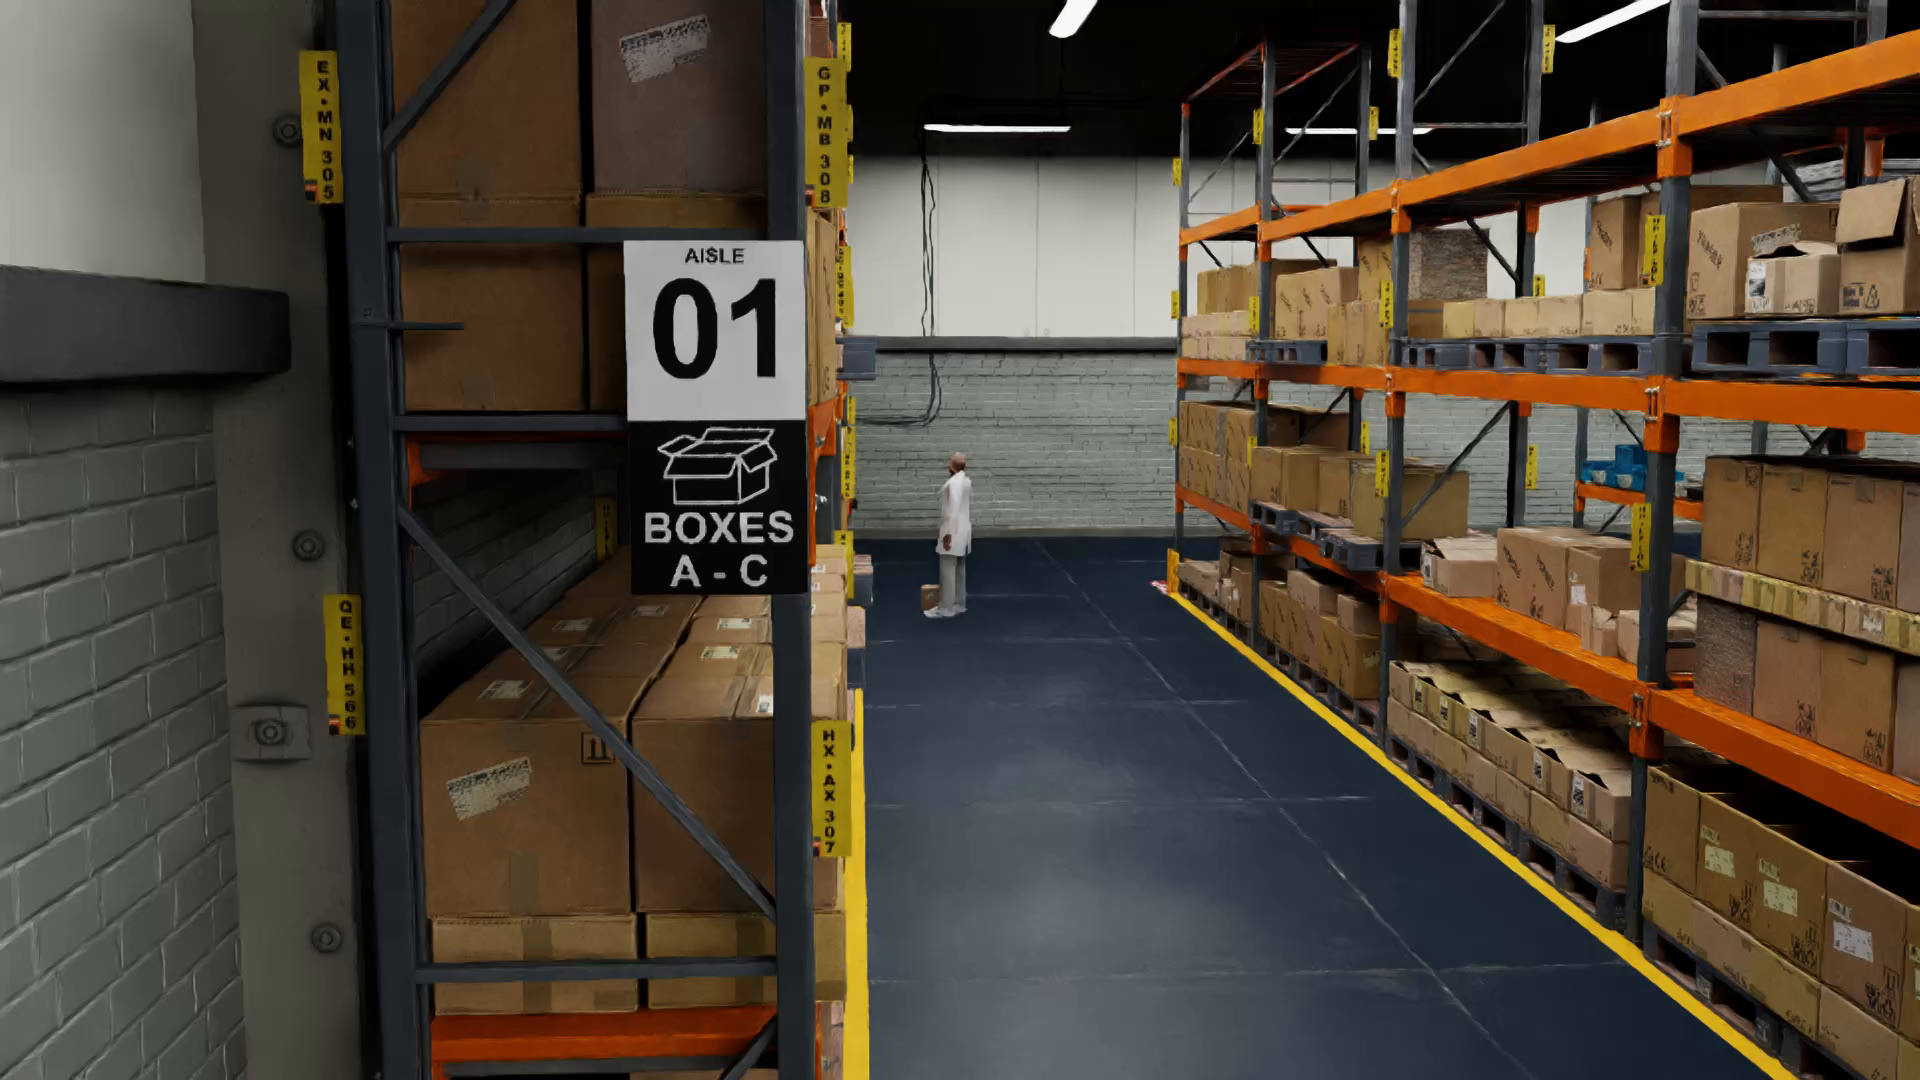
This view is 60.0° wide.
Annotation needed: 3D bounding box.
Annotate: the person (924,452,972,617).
[{"bbox_3d":[-0.122,-0.068,18.266,0.473,1.788,0.635,2,7,19],"label":"person"}]
